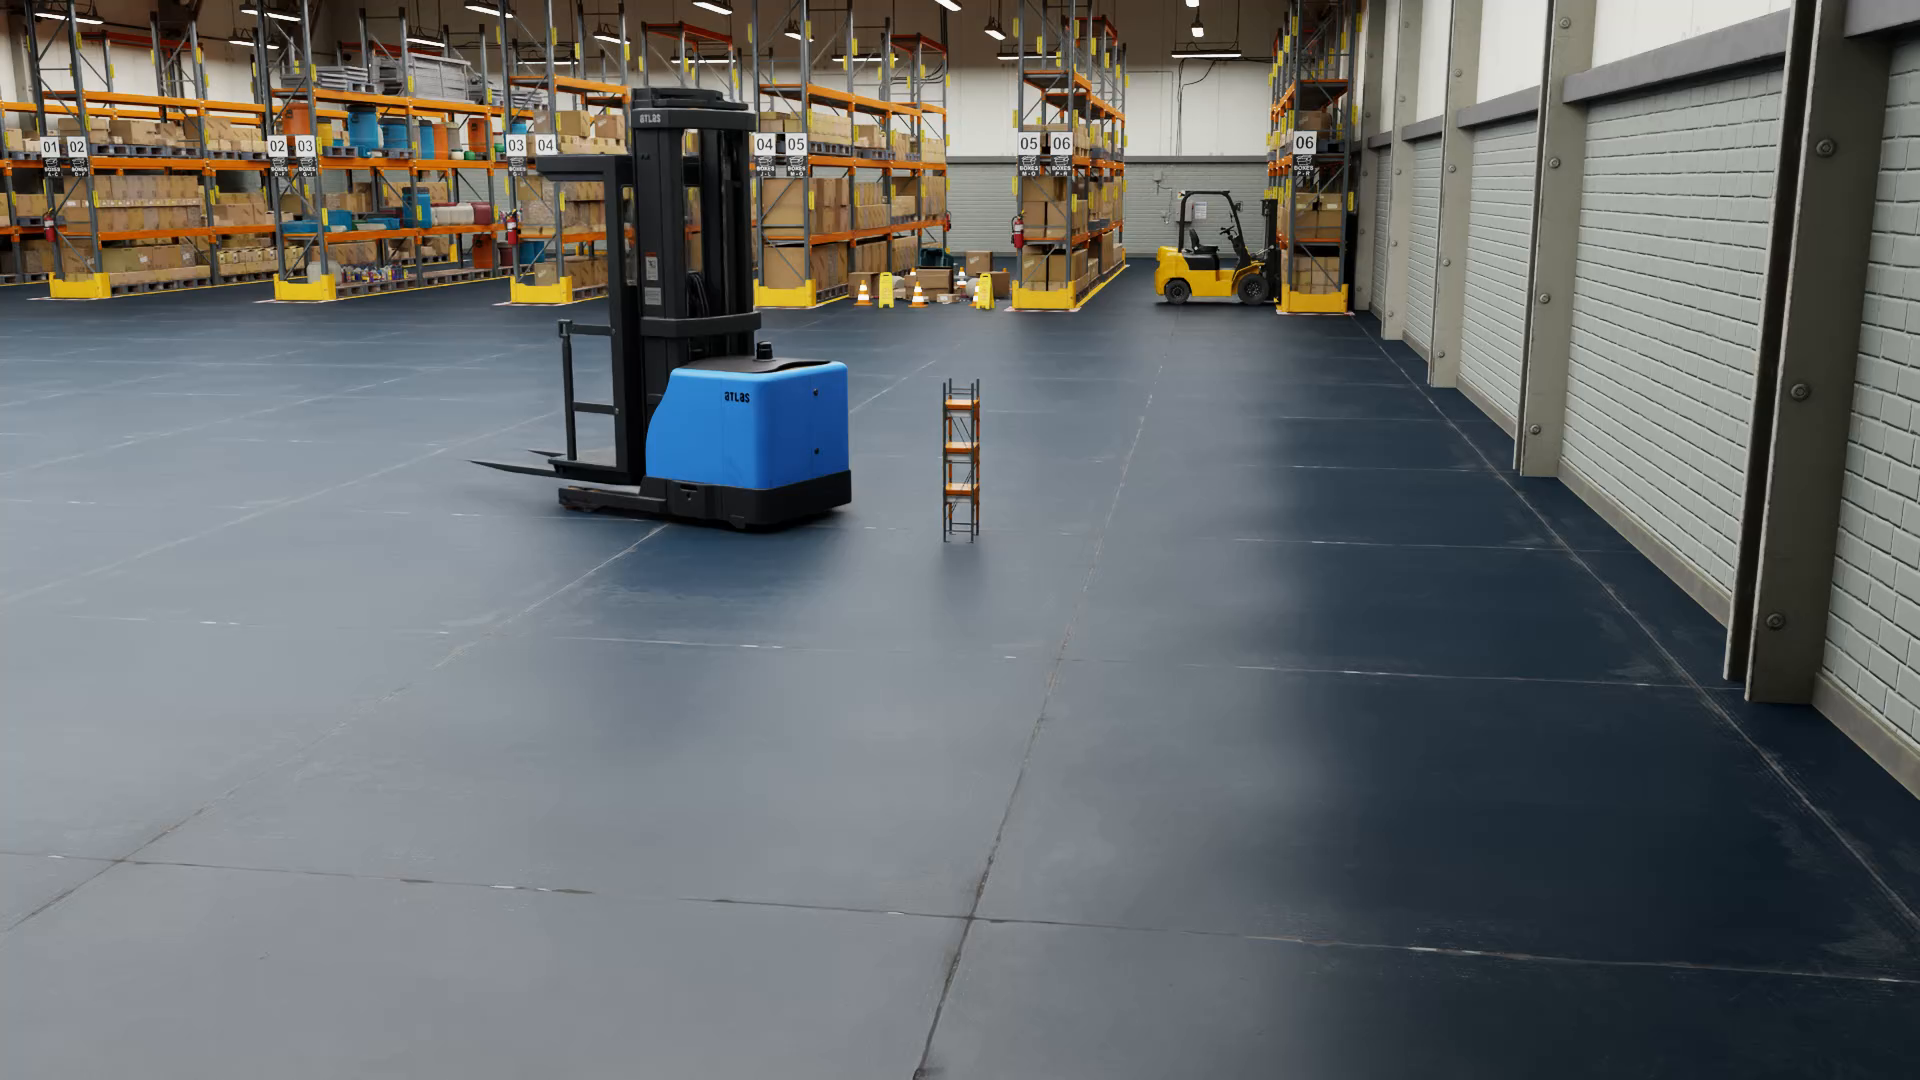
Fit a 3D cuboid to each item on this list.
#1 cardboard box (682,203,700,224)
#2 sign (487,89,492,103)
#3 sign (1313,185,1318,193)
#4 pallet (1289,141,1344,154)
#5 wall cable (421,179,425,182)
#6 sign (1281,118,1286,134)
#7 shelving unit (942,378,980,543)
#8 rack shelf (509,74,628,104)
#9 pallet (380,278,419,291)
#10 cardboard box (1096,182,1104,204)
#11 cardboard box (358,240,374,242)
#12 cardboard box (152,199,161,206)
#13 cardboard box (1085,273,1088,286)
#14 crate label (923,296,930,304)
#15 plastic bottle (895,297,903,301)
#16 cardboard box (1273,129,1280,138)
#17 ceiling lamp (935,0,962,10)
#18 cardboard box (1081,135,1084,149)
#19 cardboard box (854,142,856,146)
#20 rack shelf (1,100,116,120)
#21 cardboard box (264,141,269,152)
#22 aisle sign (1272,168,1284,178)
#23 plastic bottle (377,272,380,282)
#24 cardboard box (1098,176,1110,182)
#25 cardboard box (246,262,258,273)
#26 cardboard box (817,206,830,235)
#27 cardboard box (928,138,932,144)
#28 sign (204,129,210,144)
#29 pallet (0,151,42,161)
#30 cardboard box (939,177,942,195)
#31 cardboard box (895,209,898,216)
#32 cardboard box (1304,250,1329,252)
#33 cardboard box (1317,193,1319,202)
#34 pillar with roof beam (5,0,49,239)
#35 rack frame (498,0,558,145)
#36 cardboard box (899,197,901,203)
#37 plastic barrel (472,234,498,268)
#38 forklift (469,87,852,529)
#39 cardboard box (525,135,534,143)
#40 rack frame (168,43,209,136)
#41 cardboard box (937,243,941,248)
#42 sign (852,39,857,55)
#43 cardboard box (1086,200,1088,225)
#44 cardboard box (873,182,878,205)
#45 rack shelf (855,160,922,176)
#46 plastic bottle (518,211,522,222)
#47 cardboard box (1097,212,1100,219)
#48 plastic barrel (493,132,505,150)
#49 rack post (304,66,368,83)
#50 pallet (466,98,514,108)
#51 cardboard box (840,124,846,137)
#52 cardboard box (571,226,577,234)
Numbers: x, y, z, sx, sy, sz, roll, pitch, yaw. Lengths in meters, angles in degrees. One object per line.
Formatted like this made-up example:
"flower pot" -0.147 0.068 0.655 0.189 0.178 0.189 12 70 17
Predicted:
"cardboard box" -6.655 -7.935 40.455 0.500 0.500 0.500 2 12 10
"sign" -11.348 -10.713 40.108 0.100 0.325 0.005 2 12 9
"sign" 8.862 -8.694 41.467 0.100 0.325 0.005 2 12 9
"pallet" 6.788 -7.471 31.632 1.003 0.211 1.213 2 12 9
"wall cable" -19.229 -12.521 55.104 3.097 2.526 0.112 2 12 9
"sign" 6.545 -8.368 33.610 0.100 0.325 0.005 2 12 9
"shelving unit" 0.008 -0.524 10.934 0.215 1.050 0.252 2 12 9
"rack shelf" -7.922 -9.124 33.686 1.077 0.370 4.000 2 12 9
"pallet" -12.653 -5.620 36.570 1.003 0.211 1.213 2 12 9
"cardboard box" 3.111 -8.105 38.871 0.500 0.500 0.500 1 12 7
"cardboard box" -16.364 -8.069 46.204 0.500 0.500 0.500 2 12 9
"cardboard box" -17.467 -7.266 35.810 0.380 0.149 0.250 2 12 11
"cardboard box" 2.353 -5.369 34.318 0.500 0.250 0.500 2 12 11
"crate label" -0.735 -4.670 32.338 0.250 0.136 0.298 -5 13 -21
"plastic bottle" -1.222 -4.832 33.268 0.133 0.061 0.283 -2 12 -11
"cardboard box" 7.922 -10.039 41.011 0.396 0.266 0.258 2 12 8
"ceiling lamp" -0.001 -12.469 33.635 0.800 3.185 2.000 2 12 9
"cardboard box" 2.144 -7.761 32.414 0.500 0.250 0.500 2 12 10
"cardboard box" -2.389 -8.552 35.519 0.258 0.266 0.396 2 12 8
"rack shelf" -21.990 -10.244 39.826 1.077 0.370 4.000 2 12 9
"cardboard box" -16.864 -9.508 40.230 0.500 0.250 0.500 2 12 10
"aisle sign" 8.649 -10.272 45.368 0.394 0.787 0.004 2 12 9
"plastic bottle" -12.453 -5.616 35.531 0.097 0.201 0.097 0 12 0
"cardboard box" 3.713 -9.217 42.493 0.380 0.149 0.250 2 12 8
"cardboard box" -16.938 -6.434 39.259 0.500 0.250 0.500 1 12 7
"cardboard box" -3.058 -6.326 32.873 0.875 0.550 0.550 2 12 9
"cardboard box" -0.965 -10.602 44.170 0.380 0.149 0.250 3 12 11
"sign" -16.853 -9.023 37.206 0.100 0.325 0.005 2 12 9
"pallet" -22.097 -8.942 38.692 1.213 0.211 1.003 2 12 9
"cardboard box" -0.786 -9.752 45.805 0.500 0.500 0.500 1 12 7
"cardboard box" -1.723 -7.949 40.359 0.380 0.149 0.250 2 12 11
"cardboard box" 7.199 -5.721 33.577 0.500 0.250 0.500 2 12 10
"cardboard box" 6.899 -6.437 31.259 0.380 0.149 0.250 2 12 10
"pillar with roof beam" -18.483 -10.826 39.867 9.100 9.000 0.548 2 12 9
"rack frame" -8.229 -9.061 31.678 1.000 3.000 0.127 2 12 9
"cardboard box" -1.651 -8.349 40.801 0.380 0.149 0.250 2 12 10
"plastic barrel" -11.835 -7.201 41.442 0.600 0.830 0.708 2 12 9
"forklift" -2.302 -1.715 11.995 3.031 2.935 1.130 7 14 31
"cardboard box" -8.495 -7.784 32.283 0.380 0.149 0.250 2 12 9
"rack frame" -21.067 -12.041 45.503 1.000 3.000 0.127 2 12 9
"cardboard box" -0.724 -8.153 46.062 0.380 0.149 0.250 2 12 7
"sign" -2.184 -10.223 34.476 0.100 0.325 0.005 2 12 9
"cardboard box" 2.355 -6.734 34.175 0.500 0.500 0.500 2 12 7
"cardboard box" -2.269 -7.951 38.157 0.700 0.500 0.500 2 12 8
"rack shelf" -1.806 -9.143 40.886 1.077 0.370 4.000 2 12 9
"plastic bottle" -11.294 -8.262 42.504 0.152 0.276 0.135 2 12 9
"cardboard box" 2.936 -7.257 37.148 0.380 0.149 0.250 2 12 10
"plastic barrel" -11.769 -10.066 42.143 0.433 0.535 0.433 0 12 0
"rack post" -12.856 -9.589 34.307 0.937 0.300 0.954 2 12 8
"pallet" -11.752 -10.748 40.904 1.213 0.211 1.003 2 12 9
"cardboard box" -2.629 -8.356 33.942 0.500 0.250 0.500 2 12 8
"cardboard box" -7.839 -6.160 33.054 0.380 0.149 0.250 2 12 9
